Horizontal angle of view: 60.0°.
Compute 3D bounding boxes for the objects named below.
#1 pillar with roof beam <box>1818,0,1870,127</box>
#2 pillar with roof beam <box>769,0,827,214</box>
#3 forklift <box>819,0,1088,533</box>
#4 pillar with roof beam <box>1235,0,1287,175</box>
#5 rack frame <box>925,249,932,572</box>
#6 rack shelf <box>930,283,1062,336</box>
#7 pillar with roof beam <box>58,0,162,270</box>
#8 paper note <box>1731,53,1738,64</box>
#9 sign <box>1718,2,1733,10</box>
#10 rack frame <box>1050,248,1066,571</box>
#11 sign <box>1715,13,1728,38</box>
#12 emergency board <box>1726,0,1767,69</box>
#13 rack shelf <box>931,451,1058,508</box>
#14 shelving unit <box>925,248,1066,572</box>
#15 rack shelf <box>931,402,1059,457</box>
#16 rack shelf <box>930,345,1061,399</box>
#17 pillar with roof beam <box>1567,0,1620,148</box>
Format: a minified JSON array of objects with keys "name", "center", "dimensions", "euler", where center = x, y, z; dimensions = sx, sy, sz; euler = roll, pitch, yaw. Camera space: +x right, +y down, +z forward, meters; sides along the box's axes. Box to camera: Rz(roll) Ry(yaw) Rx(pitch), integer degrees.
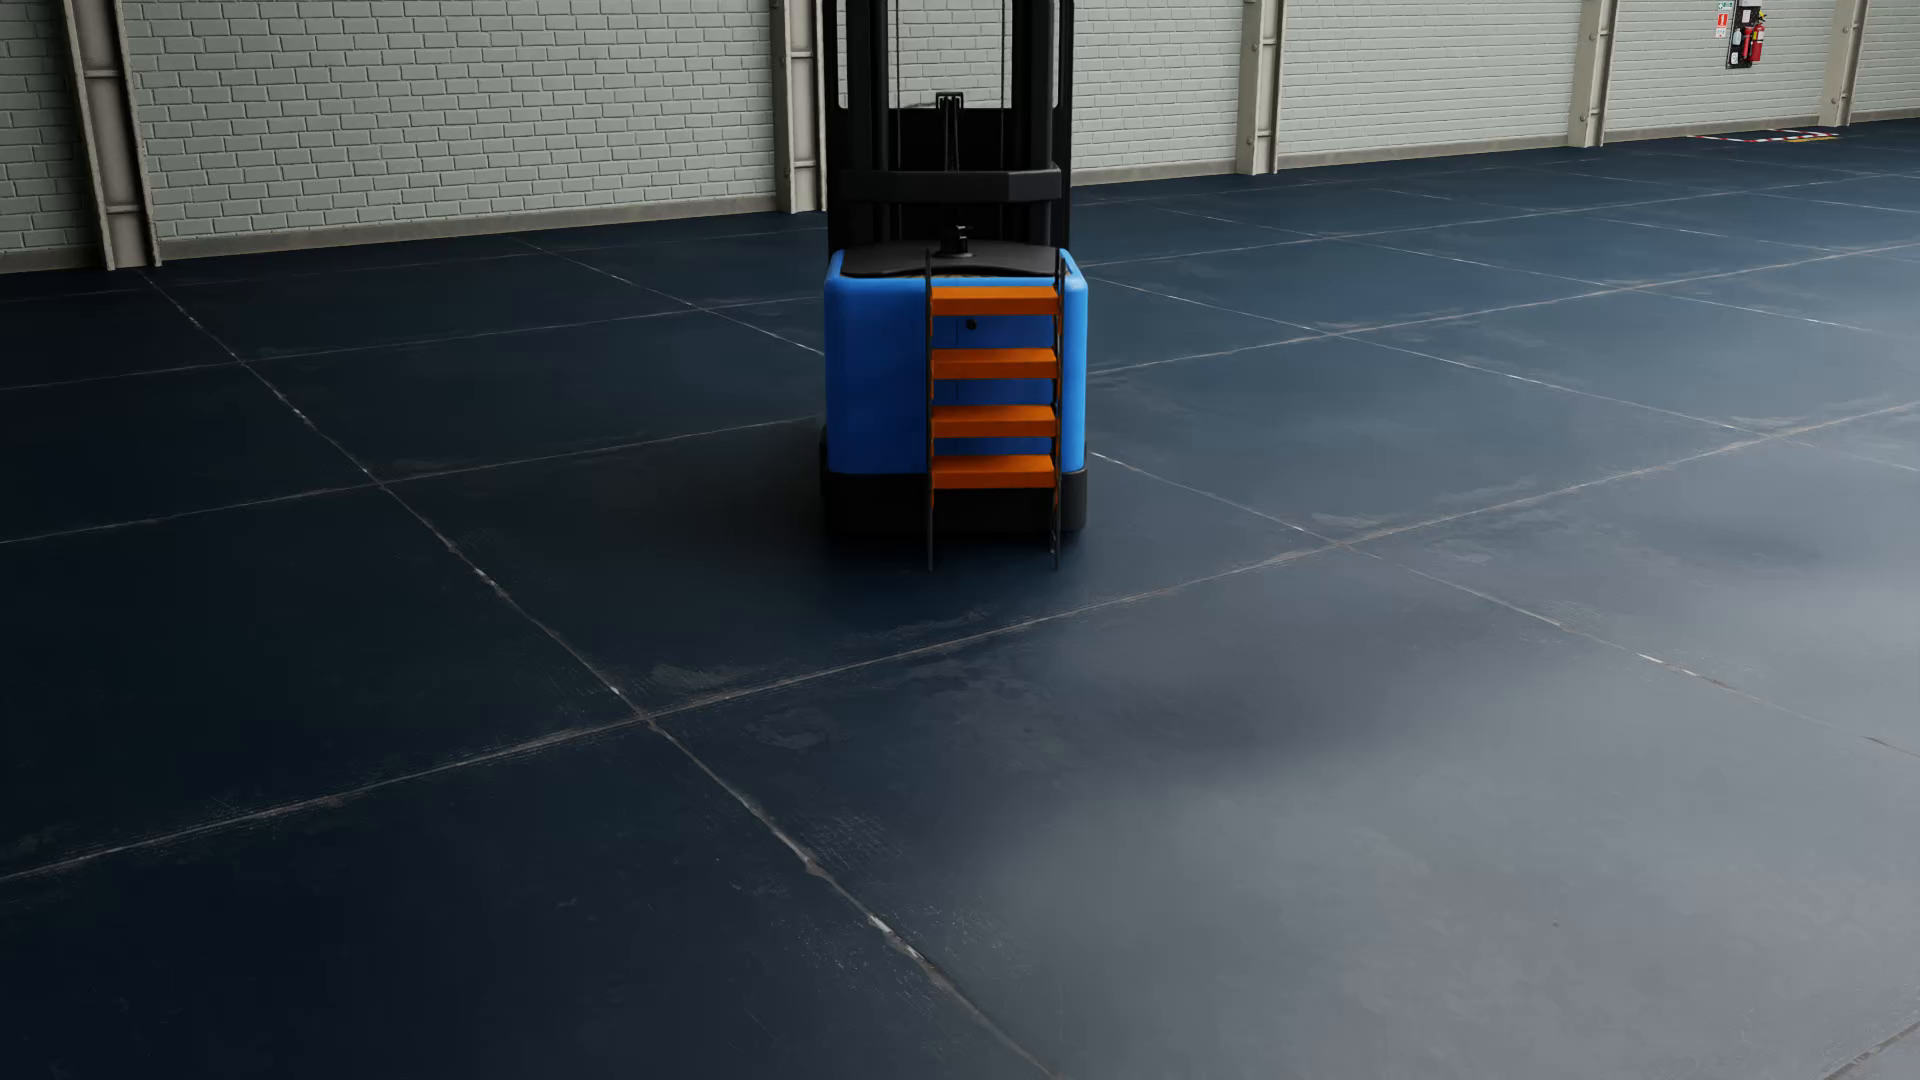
[{"name":"pillar with roof beam","center":[15.846,-9.515,20.839],"dimensions":[0.400,9.000,9.100],"euler":[-12,22,-31]},{"name":"pillar with roof beam","center":[0.813,-6.345,11.461],"dimensions":[0.400,9.000,9.100],"euler":[-12,22,-31]},{"name":"forklift","center":[-0.059,-1.836,7.598],"dimensions":[1.130,2.935,3.031],"euler":[-1,19,-2]},{"name":"pillar with roof beam","center":[5.824,-7.401,14.587],"dimensions":[0.400,9.000,9.100],"euler":[-12,22,-31]},{"name":"rack frame","center":[-0.118,-0.483,6.299],"dimensions":[0.015,1.200,0.240],"euler":[-1,19,-2]},{"name":"rack shelf","center":[0.126,-0.858,6.182],"dimensions":[0.480,0.148,0.258],"euler":[-1,19,-2]},{"name":"pillar with roof beam","center":[-4.198,-5.288,8.335],"dimensions":[0.400,9.000,9.100],"euler":[-12,22,-31]},{"name":"paper note","center":[11.208,-6.970,24.052],"dimensions":[0.142,0.148,0.016],"euler":[-12,22,-31]},{"name":"sign","center":[10.884,-7.596,23.647],"dimensions":[0.331,0.109,0.001],"euler":[-12,22,-31]},{"name":"rack frame","center":[0.370,-0.489,6.318],"dimensions":[0.015,1.200,0.240],"euler":[-1,19,-2]},{"name":"sign","center":[10.875,-7.347,23.737],"dimensions":[0.234,0.329,0.001],"euler":[-12,22,-31]},{"name":"emergency board","center":[11.393,-7.400,23.949],"dimensions":[0.643,1.169,0.194],"euler":[-12,22,-31]},{"name":"rack shelf","center":[0.126,-0.234,6.393],"dimensions":[0.480,0.148,0.258],"euler":[-1,19,-2]},{"name":"shelving unit","center":[0.126,-0.486,6.308],"dimensions":[0.503,1.200,0.258],"euler":[-1,19,-2]},{"name":"rack shelf","center":[0.126,-0.422,6.330],"dimensions":[0.480,0.148,0.258],"euler":[-1,19,-2]},{"name":"rack shelf","center":[0.126,-0.634,6.258],"dimensions":[0.480,0.148,0.258],"euler":[-1,19,-2]},{"name":"pillar with roof beam","center":[10.835,-8.458,17.713],"dimensions":[0.400,9.000,9.100],"euler":[-12,22,-31]}]
